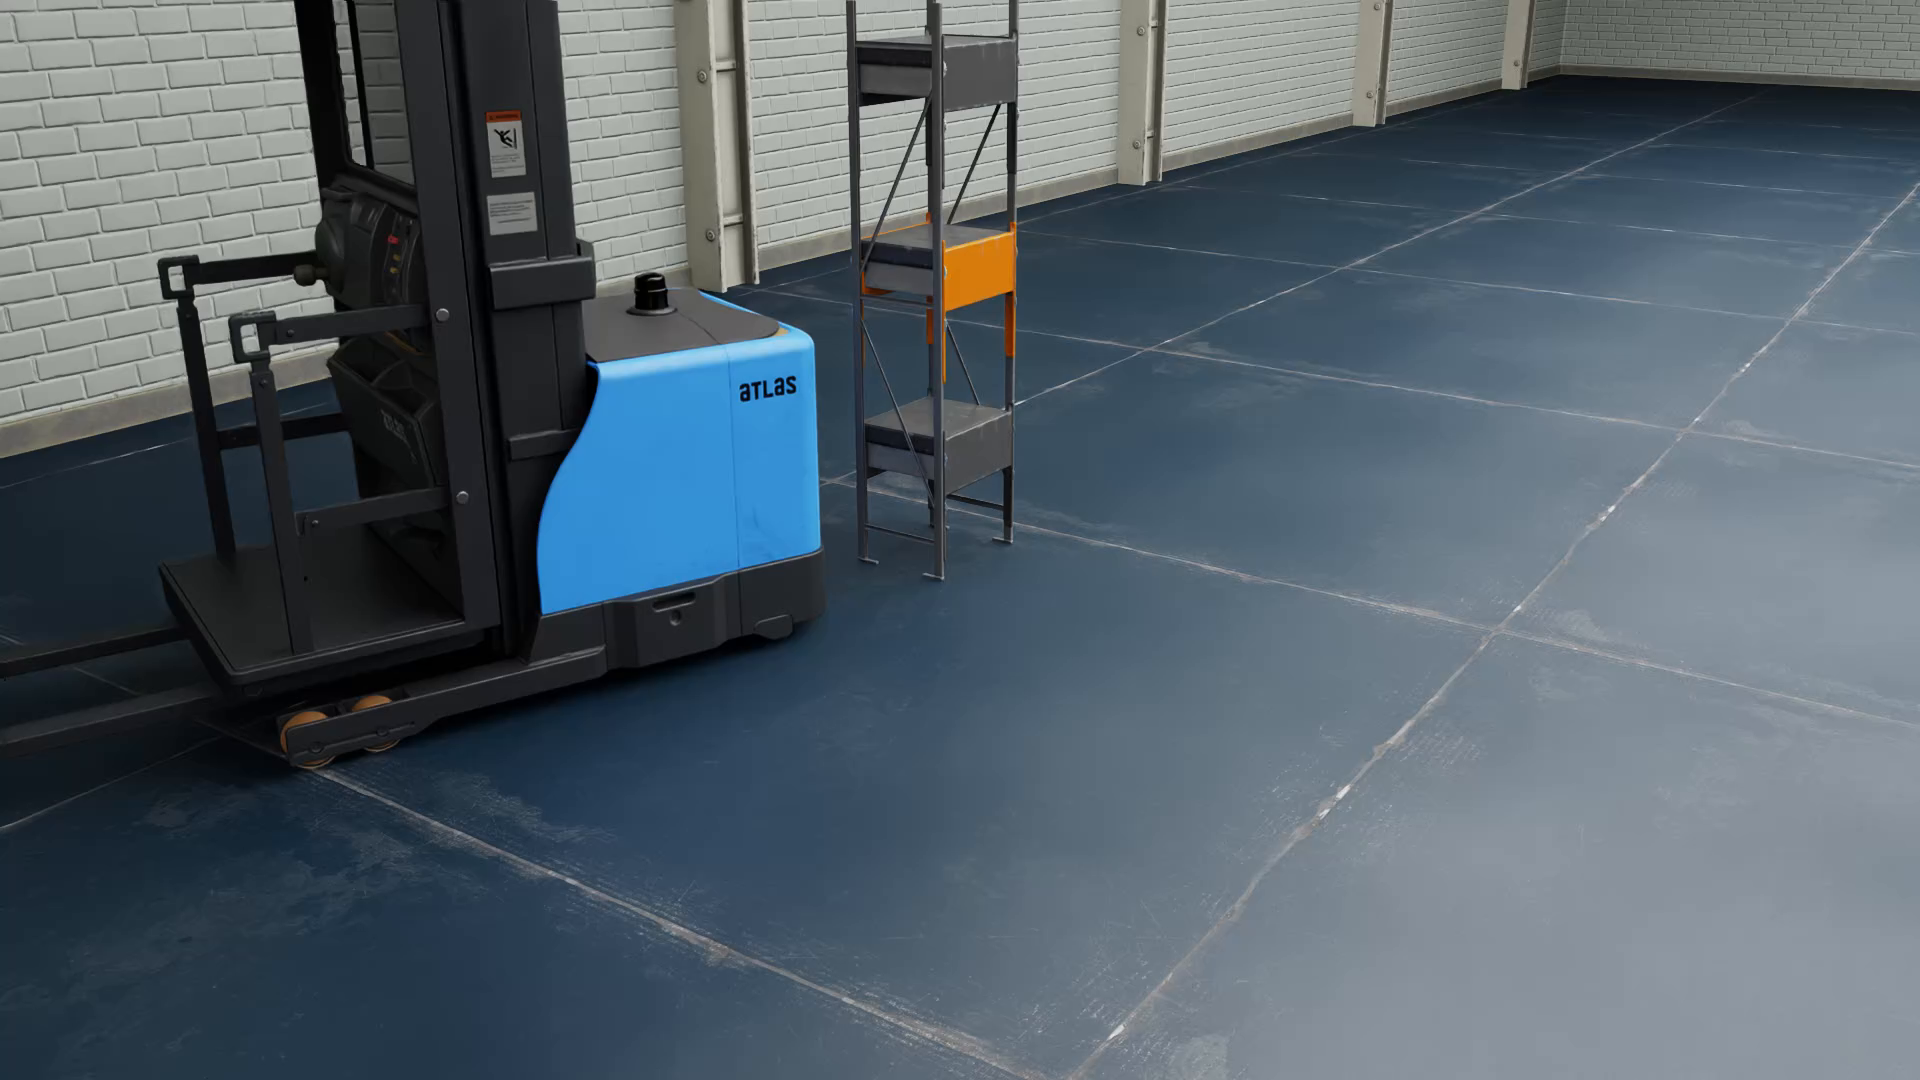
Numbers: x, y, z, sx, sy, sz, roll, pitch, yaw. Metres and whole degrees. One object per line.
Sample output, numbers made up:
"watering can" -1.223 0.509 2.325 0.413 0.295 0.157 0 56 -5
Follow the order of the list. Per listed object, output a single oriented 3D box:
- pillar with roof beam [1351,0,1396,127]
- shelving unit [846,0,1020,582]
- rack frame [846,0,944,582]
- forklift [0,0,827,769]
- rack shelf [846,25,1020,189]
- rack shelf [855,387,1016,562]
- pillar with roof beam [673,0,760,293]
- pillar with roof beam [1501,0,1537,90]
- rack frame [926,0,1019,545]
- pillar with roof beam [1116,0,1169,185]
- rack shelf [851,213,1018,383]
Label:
"pillar with roof beam" 8.671 -8.593 17.026 9.100 9.000 0.400 13 24 32
"shelving unit" -0.093 -0.937 6.272 0.431 2.100 0.503 13 24 32
"rack frame" -0.230 -0.867 6.083 0.400 2.100 0.015 13 24 32
"forklift" -1.976 -0.904 4.984 3.031 2.935 1.130 -13 24 -32
"rack shelf" -0.093 -1.581 6.034 0.431 0.518 0.480 13 24 32
"rack shelf" -0.093 -0.268 6.520 0.431 0.518 0.480 13 24 32
"pillar with roof beam" 1.925 -5.150 7.718 9.100 9.000 0.400 13 24 32
"pillar with roof beam" 12.044 -10.315 21.680 9.100 9.000 0.400 13 24 32
"rack frame" 0.044 -1.007 6.462 0.400 2.100 0.015 13 24 32
"pillar with roof beam" 5.298 -6.872 12.372 9.100 9.000 0.400 13 24 32
"rack shelf" -0.093 -0.925 6.277 0.431 0.518 0.480 13 24 32
